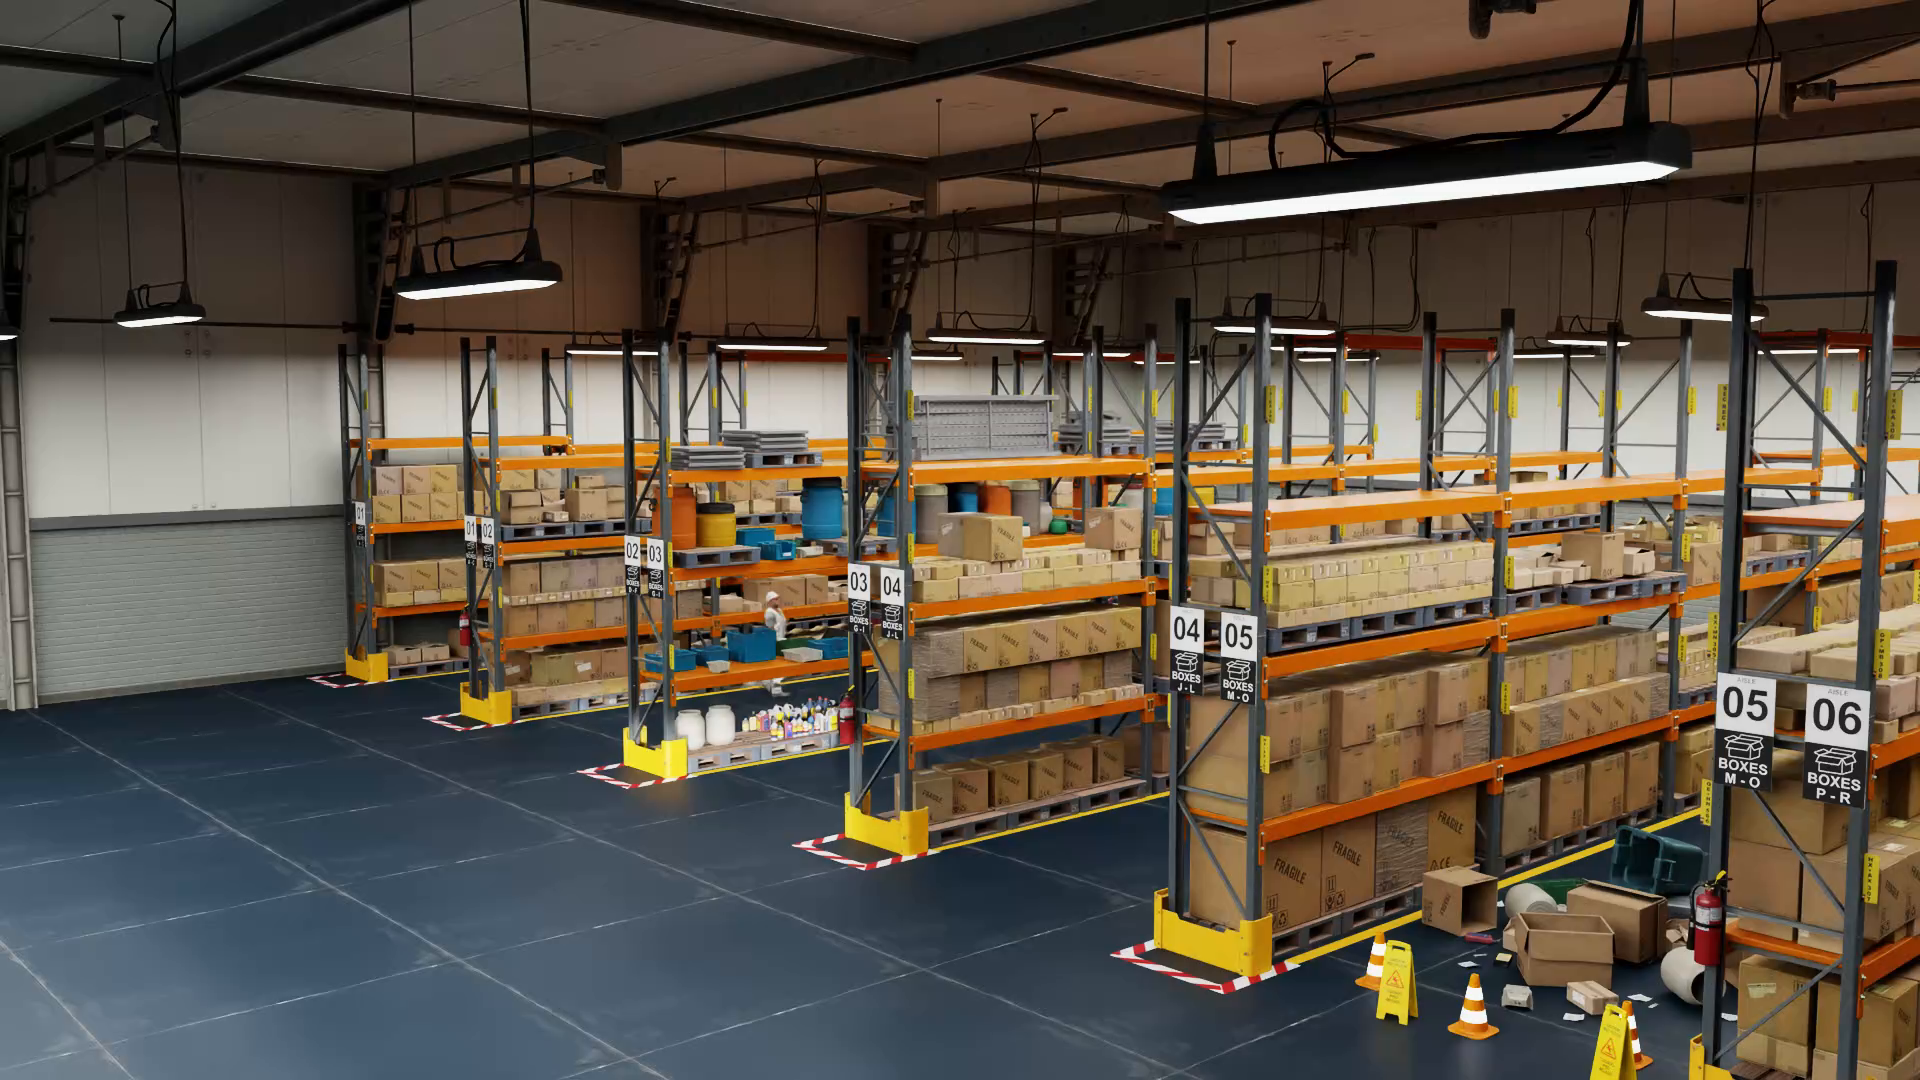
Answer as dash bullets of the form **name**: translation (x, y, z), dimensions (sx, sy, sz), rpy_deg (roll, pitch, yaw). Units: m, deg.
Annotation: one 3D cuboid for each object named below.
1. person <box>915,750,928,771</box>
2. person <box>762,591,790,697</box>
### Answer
- **person**: translation (-0.567, 2.390, 21.872), dimensions (0.351, 1.681, 0.503), rpy_deg (2, 6, 24)
- **person**: translation (-3.086, 1.749, 27.898), dimensions (0.497, 1.777, 0.567), rpy_deg (0, 5, -5)
